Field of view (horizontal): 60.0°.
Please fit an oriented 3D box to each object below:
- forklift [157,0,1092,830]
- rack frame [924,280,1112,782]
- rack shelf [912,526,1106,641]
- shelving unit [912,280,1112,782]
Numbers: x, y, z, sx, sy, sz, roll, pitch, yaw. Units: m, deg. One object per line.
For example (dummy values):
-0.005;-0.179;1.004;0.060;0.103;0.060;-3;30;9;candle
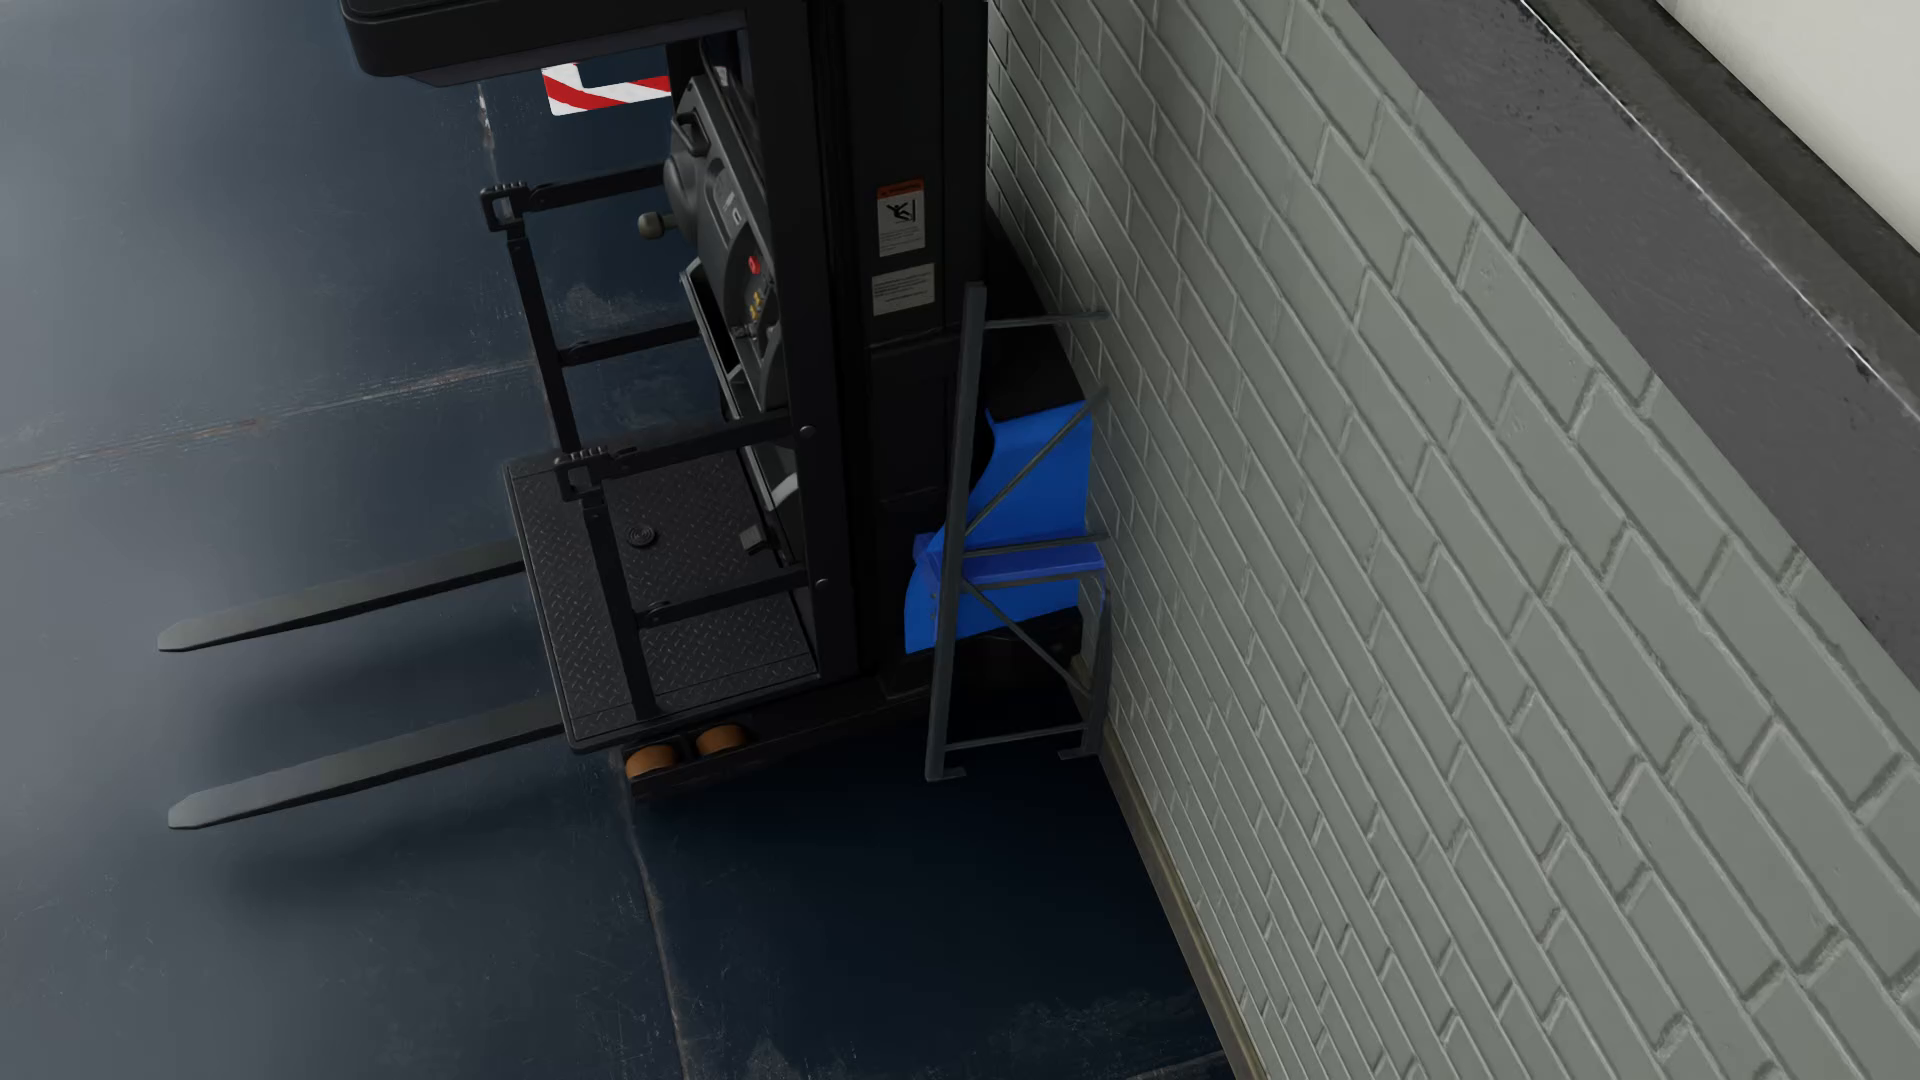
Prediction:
-0.746;-0.680;3.906;3.031;2.935;1.130;-15;52;-13;forklift
0.200;0.015;4.166;0.500;1.500;0.032;-7;38;-16;rack frame
0.037;-0.133;4.658;0.538;0.185;1.000;-7;38;-16;rack shelf
0.050;-0.278;4.553;0.538;1.500;1.048;-7;38;-16;shelving unit
